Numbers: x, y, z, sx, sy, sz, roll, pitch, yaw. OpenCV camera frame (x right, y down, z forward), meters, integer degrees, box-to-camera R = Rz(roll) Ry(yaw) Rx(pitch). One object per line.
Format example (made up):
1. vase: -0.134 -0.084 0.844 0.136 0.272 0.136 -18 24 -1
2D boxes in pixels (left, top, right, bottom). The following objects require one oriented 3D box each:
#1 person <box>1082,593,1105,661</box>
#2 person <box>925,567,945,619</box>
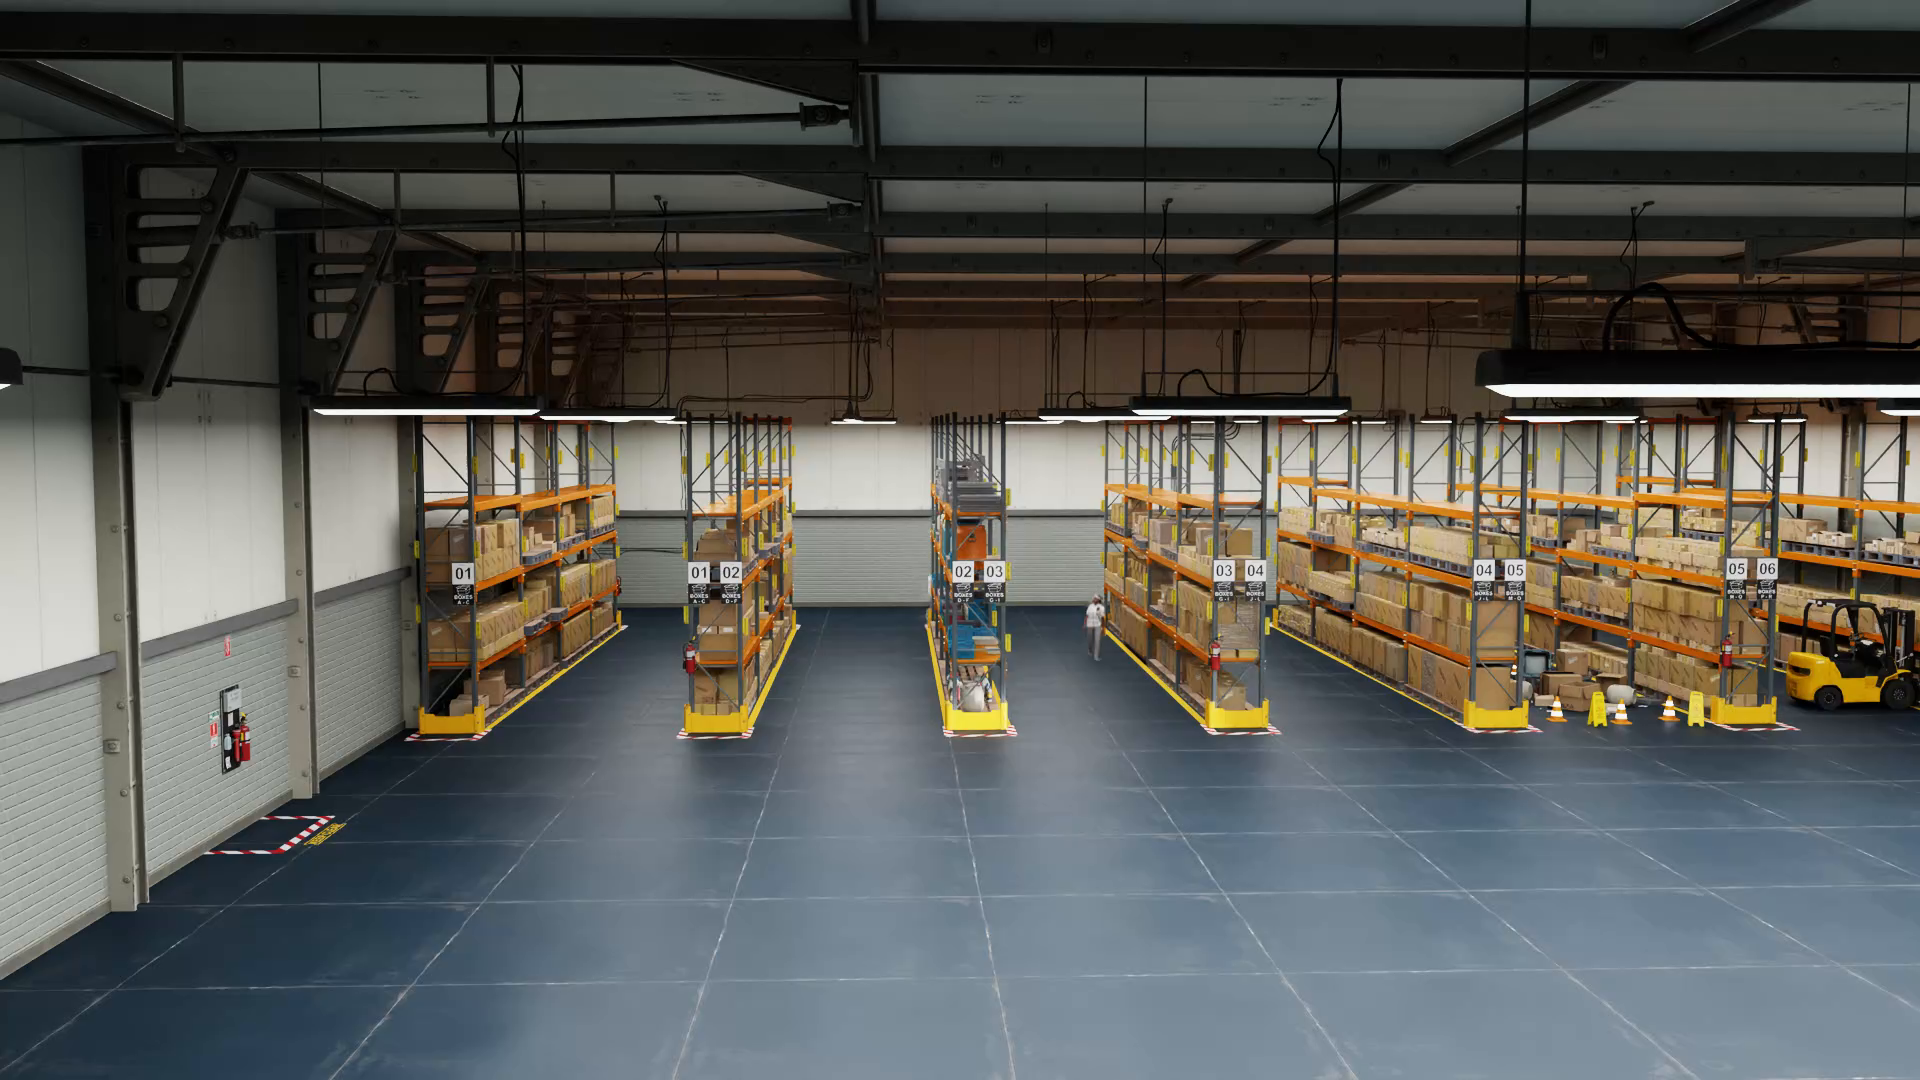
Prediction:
1. person: 3.278 2.117 40.765 0.556 1.652 0.928 0 4 4
2. person: -0.535 1.571 48.682 0.984 1.636 0.543 1 4 12
